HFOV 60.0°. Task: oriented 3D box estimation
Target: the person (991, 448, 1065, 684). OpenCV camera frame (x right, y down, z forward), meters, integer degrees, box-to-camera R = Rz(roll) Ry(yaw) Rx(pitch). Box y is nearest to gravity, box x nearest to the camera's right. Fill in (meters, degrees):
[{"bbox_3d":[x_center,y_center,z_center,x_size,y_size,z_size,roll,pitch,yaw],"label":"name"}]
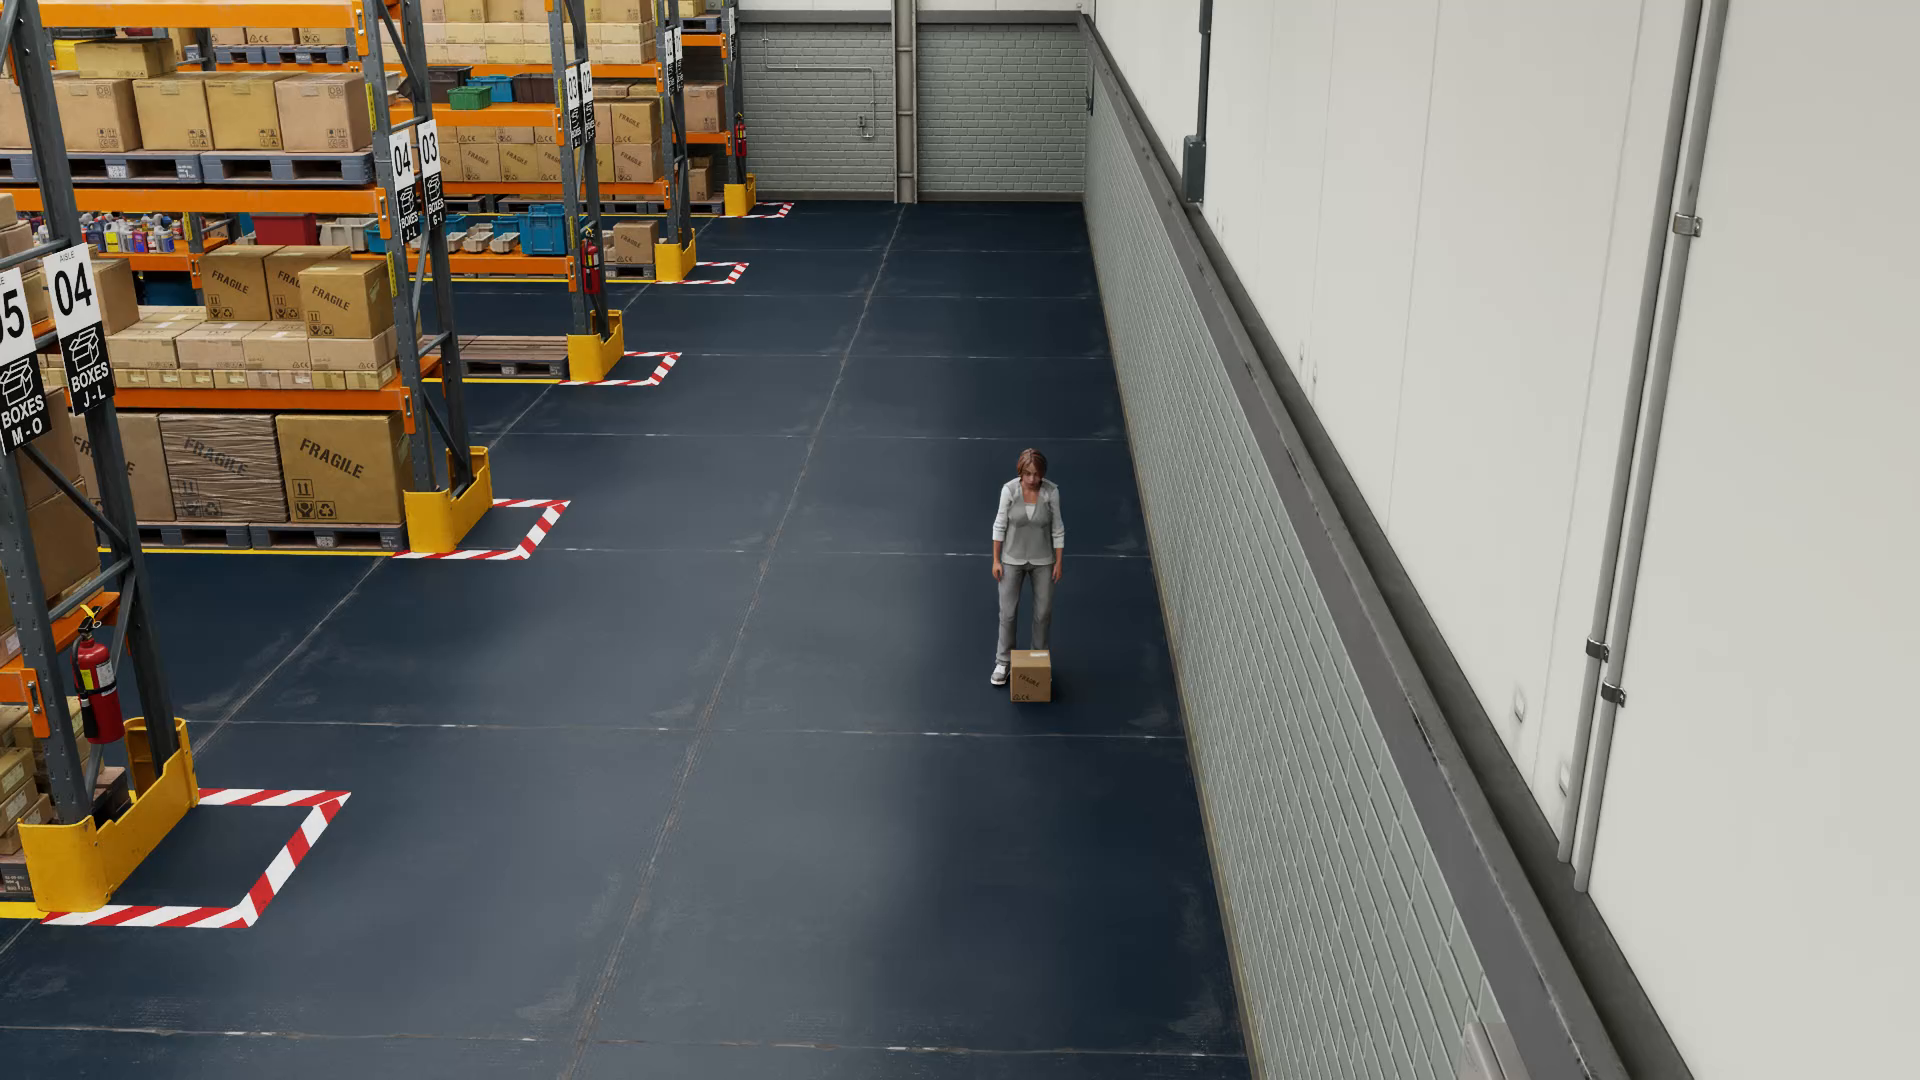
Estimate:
[{"bbox_3d":[0.437,0.159,10.687,0.461,1.591,0.346,1,21,2],"label":"person"}]
